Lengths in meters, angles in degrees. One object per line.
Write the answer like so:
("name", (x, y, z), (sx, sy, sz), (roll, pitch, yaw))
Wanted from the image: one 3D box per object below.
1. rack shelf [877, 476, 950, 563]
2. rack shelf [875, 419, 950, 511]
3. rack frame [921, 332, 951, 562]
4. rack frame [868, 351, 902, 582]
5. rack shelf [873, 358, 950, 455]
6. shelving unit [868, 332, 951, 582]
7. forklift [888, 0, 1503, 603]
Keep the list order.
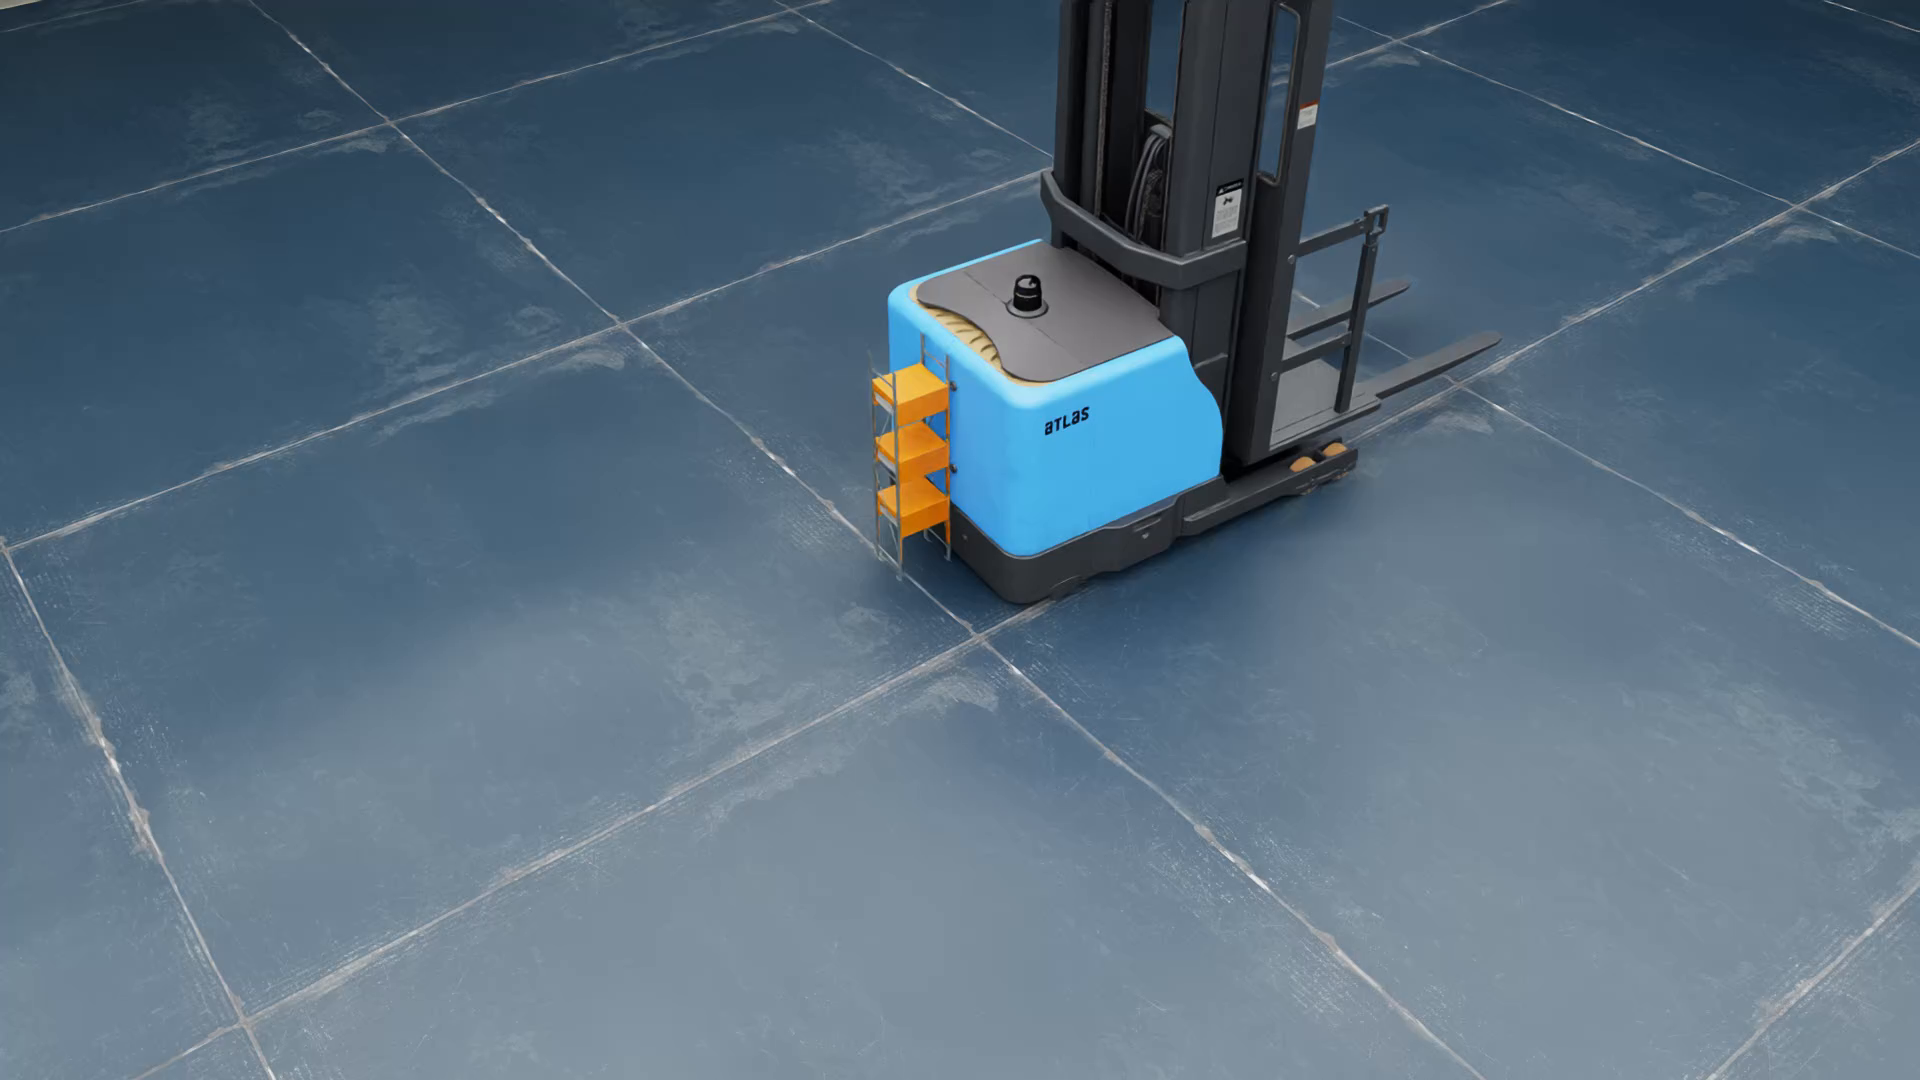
("rack shelf", (-0.200, -0.099, 6.998), (0.240, 0.259, 0.215), (-23, 45, -25))
("rack shelf", (-0.200, -0.314, 6.822), (0.240, 0.259, 0.215), (-23, 45, -25))
("rack frame", (-0.098, -0.365, 6.867), (0.008, 1.050, 0.200), (-23, 45, -25))
("rack frame", (-0.302, -0.280, 6.763), (0.008, 1.050, 0.200), (-23, 45, -25))
("rack shelf", (-0.200, -0.534, 6.642), (0.240, 0.259, 0.215), (-23, 45, -25))
("shelving unit", (-0.200, -0.322, 6.815), (0.252, 1.050, 0.215), (-23, 45, -25))
("forklift", (1.200, -1.598, 6.887), (3.031, 2.935, 1.130), (-23, 45, -25))
